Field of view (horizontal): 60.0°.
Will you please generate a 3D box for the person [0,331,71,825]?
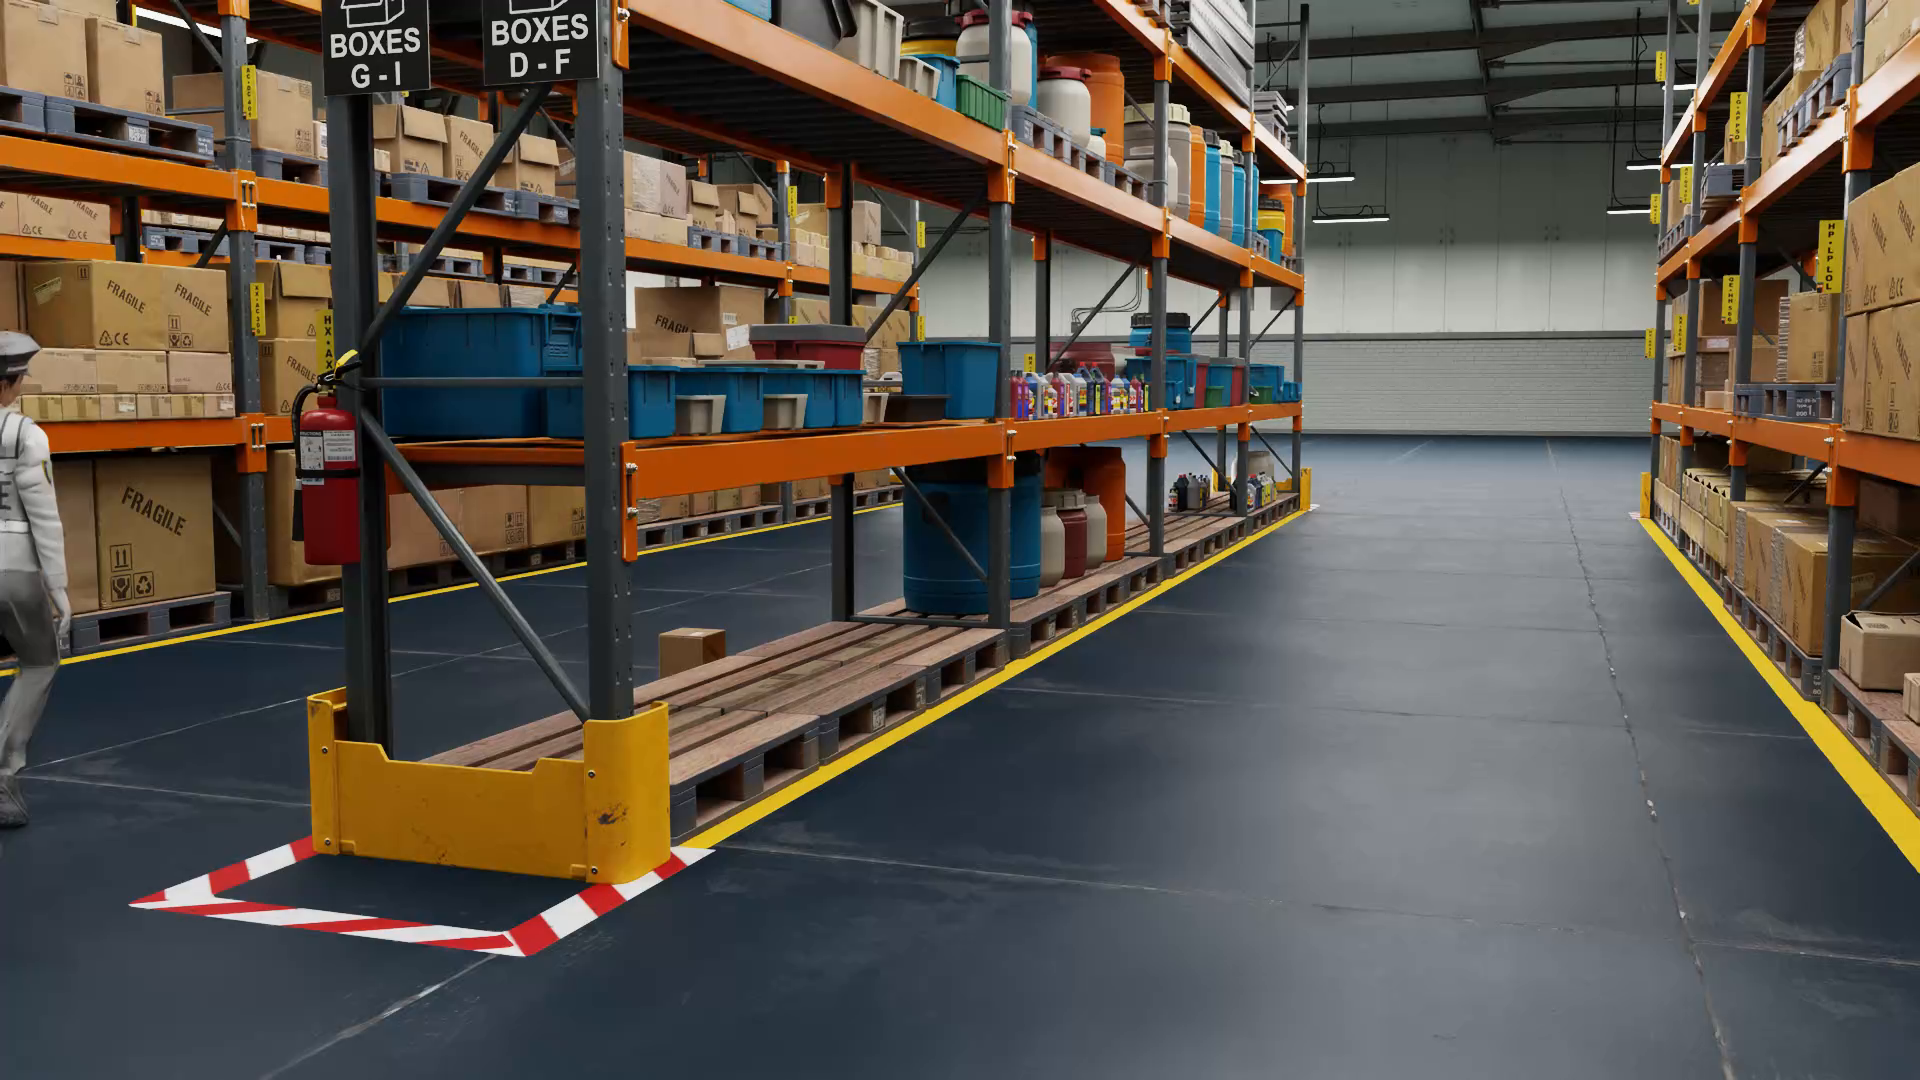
[{"bbox_3d":[-3.241,0.159,5.498,0.580,1.694,0.502,-1,6,-15],"label":"person"}]
